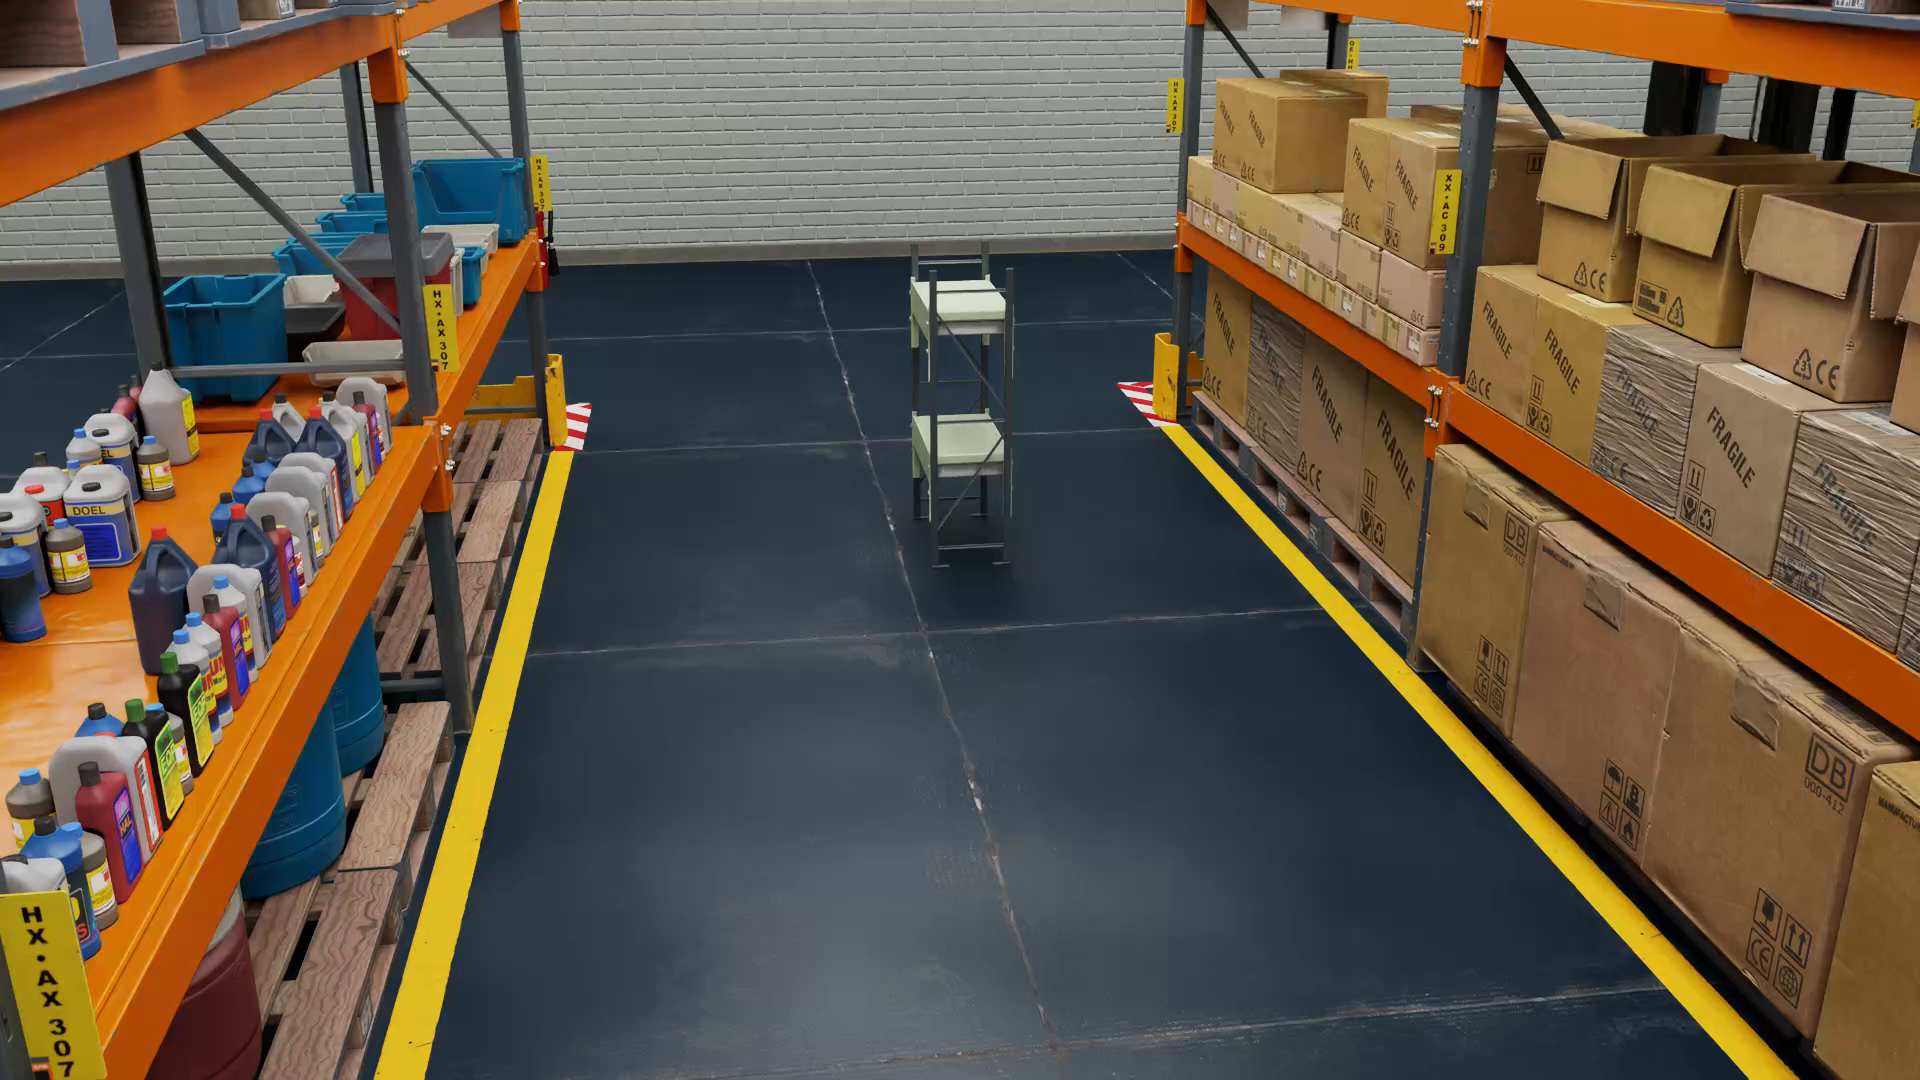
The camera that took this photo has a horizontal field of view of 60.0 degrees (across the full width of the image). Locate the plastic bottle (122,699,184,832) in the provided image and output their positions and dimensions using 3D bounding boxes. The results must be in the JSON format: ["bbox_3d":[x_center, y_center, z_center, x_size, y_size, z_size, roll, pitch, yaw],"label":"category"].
[{"bbox_3d":[-1.657,0.444,3.407,0.061,0.283,0.133,-3,21,-8],"label":"plastic bottle"}]

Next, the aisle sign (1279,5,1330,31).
[{"bbox_3d":[2.161,-3.513,10.119,0.394,0.787,0.004,-3,21,-8],"label":"aisle sign"}]

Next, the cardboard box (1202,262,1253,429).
[{"bbox_3d":[2.046,-1.239,10.183,0.875,0.875,0.875,-3,21,-8],"label":"cardboard box"}]

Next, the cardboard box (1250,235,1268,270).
[{"bbox_3d":[1.787,-1.553,8.946,0.380,0.149,0.250,-3,21,-8],"label":"cardboard box"}]

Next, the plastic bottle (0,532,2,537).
[{"bbox_3d":[-2.604,0.062,4.448,0.097,0.271,0.097,0,20,0],"label":"plastic bottle"}]

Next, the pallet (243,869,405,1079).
[{"bbox_3d":[-2.201,1.378,4.724,1.003,0.211,1.213,-3,21,-8],"label":"pallet"}]

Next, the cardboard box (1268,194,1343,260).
[{"bbox_3d":[1.907,-1.610,8.530,0.500,0.250,0.500,-3,21,-9],"label":"cardboard box"}]

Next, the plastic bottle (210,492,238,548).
[{"bbox_3d":[-2.016,0.001,4.611,0.097,0.271,0.097,0,20,0],"label":"plastic bottle"}]

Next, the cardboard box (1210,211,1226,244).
[{"bbox_3d":[1.674,-1.821,9.662,0.380,0.149,0.250,-3,21,-9],"label":"cardboard box"}]

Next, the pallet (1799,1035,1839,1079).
[{"bbox_3d":[2.988,1.544,4.280,1.003,0.211,1.213,-3,21,-8],"label":"pallet"}]

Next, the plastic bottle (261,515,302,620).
[{"bbox_3d":[-1.817,0.060,4.435,0.061,0.283,0.133,-3,21,-8],"label":"plastic bottle"}]

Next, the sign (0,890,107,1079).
[{"bbox_3d":[-1.330,0.658,2.434,0.100,0.325,0.005,-3,21,-8],"label":"sign"}]

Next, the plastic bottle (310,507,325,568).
[{"bbox_3d":[-1.885,-0.021,4.769,0.097,0.201,0.097,0,20,0],"label":"plastic bottle"}]

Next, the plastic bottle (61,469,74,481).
[{"bbox_3d":[-2.690,-0.112,5.014,0.097,0.201,0.097,0,20,0],"label":"plastic bottle"}]

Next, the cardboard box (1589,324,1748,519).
[{"bbox_3d":[2.415,-0.398,5.351,0.500,0.500,0.500,-3,21,-9],"label":"cardboard box"}]

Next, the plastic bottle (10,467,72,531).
[{"bbox_3d":[-2.627,-0.062,4.773,0.152,0.276,0.135,-3,21,-8],"label":"plastic bottle"}]

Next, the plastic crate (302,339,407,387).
[{"bbox_3d":[-2.376,-0.693,6.577,0.396,0.136,0.243,-3,21,-8],"label":"plastic crate"}]

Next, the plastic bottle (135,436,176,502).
[{"bbox_3d":[-2.587,-0.234,5.339,0.097,0.201,0.097,0,20,0],"label":"plastic bottle"}]

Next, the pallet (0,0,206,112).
[{"bbox_3d":[-1.887,-0.822,2.613,1.003,0.211,1.213,-3,21,-8],"label":"pallet"}]

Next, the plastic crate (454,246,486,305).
[{"bbox_3d":[-2.477,-1.257,7.948,0.416,0.233,0.300,-3,21,-8],"label":"plastic crate"}]

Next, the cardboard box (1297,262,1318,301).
[{"bbox_3d":[1.897,-1.287,8.233,0.380,0.149,0.250,-3,21,-9],"label":"cardboard box"}]

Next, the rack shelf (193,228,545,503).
[{"bbox_3d":[-2.739,-0.976,8.070,1.077,0.370,4.000,-3,21,-8],"label":"rack shelf"}]

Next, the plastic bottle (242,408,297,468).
[{"bbox_3d":[-2.110,-0.224,5.100,0.144,0.351,0.185,-3,21,-8],"label":"plastic bottle"}]

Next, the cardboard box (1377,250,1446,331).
[{"bbox_3d":[2.127,-1.079,7.107,0.500,0.250,0.500,-3,21,-9],"label":"cardboard box"}]

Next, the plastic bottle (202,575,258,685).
[{"bbox_3d":[-1.772,0.217,4.031,0.097,0.271,0.097,0,20,0],"label":"plastic bottle"}]

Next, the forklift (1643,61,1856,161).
[{"bbox_3d":[4.490,-1.754,9.222,1.130,2.935,3.031,-3,21,-9],"label":"forklift"}]

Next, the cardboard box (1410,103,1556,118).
[{"bbox_3d":[2.492,-1.820,8.020,0.500,0.500,0.500,-4,21,-9],"label":"cardboard box"}]

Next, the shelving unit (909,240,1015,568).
[{"bbox_3d":[0.001,-0.700,8.448,0.431,1.500,0.755,-3,21,-8],"label":"shelving unit"}]

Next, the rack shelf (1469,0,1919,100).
[{"bbox_3d":[2.739,-1.246,4.506,1.077,0.370,4.000,-3,21,-8],"label":"rack shelf"}]

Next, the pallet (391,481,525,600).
[{"bbox_3d":[-2.774,0.010,8.388,1.003,0.211,1.213,-3,21,-8],"label":"pallet"}]

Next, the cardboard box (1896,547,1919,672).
[{"bbox_3d":[2.645,0.137,3.920,0.500,0.500,0.500,-3,21,-8],"label":"cardboard box"}]

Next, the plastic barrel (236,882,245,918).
[{"bbox_3d":[-2.294,0.983,4.753,0.421,0.512,0.421,0,20,0],"label":"plastic barrel"}]

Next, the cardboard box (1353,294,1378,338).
[{"bbox_3d":[2.008,-1.020,7.518,0.380,0.149,0.250,-3,21,-9],"label":"cardboard box"}]

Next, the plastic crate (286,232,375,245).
[{"bbox_3d":[-3.127,-1.397,8.323,0.416,0.233,0.300,-3,21,-8],"label":"plastic crate"}]

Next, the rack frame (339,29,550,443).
[{"bbox_3d":[-3.027,-2.005,9.798,1.000,3.000,0.127,-3,21,-8],"label":"rack frame"}]

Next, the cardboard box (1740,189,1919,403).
[{"bbox_3d":[2.744,-0.714,4.763,0.797,0.503,0.637,-2,21,-6],"label":"cardboard box"}]

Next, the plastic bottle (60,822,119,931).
[{"bbox_3d":[-1.620,0.616,3.063,0.097,0.201,0.097,0,20,0],"label":"plastic bottle"}]

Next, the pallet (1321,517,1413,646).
[{"bbox_3d":[2.419,0.169,7.962,1.003,0.211,1.213,-3,21,-8],"label":"pallet"}]

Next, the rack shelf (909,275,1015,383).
[{"bbox_3d":[0.001,-1.066,8.311,0.431,0.370,0.720,-3,21,-8],"label":"rack shelf"}]

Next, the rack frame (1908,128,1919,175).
[{"bbox_3d":[6.797,-2.470,11.043,1.000,3.000,0.127,-3,21,-8],"label":"rack frame"}]

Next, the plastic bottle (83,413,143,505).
[{"bbox_3d":[-2.708,-0.256,5.292,0.152,0.276,0.135,-3,21,-8],"label":"plastic bottle"}]

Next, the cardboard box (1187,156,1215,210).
[{"bbox_3d":[1.676,-2.144,9.960,0.500,0.250,0.500,-3,21,-9],"label":"cardboard box"}]

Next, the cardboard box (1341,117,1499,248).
[{"bbox_3d":[2.052,-1.610,7.457,0.500,0.500,0.500,-3,21,-7],"label":"cardboard box"}]

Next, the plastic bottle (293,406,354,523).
[{"bbox_3d":[-1.968,-0.232,5.120,0.144,0.351,0.185,-3,21,-8],"label":"plastic bottle"}]

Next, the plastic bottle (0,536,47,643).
[{"bbox_3d":[-2.433,0.122,4.287,0.097,0.271,0.097,0,20,0],"label":"plastic bottle"}]

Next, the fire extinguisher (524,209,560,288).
[{"bbox_3d":[-2.599,-1.870,10.078,0.296,0.674,0.183,-3,21,-8],"label":"fire extinguisher"}]

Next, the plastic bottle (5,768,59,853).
[{"bbox_3d":[-1.804,0.544,3.256,0.097,0.201,0.097,0,20,0],"label":"plastic bottle"}]

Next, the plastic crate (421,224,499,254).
[{"bbox_3d":[-2.730,-1.637,9.102,0.396,0.136,0.243,-3,21,-8],"label":"plastic crate"}]

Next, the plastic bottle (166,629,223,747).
[{"bbox_3d":[-1.725,0.331,3.727,0.097,0.271,0.097,0,20,0],"label":"plastic bottle"}]

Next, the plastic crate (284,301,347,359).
[{"bbox_3d":[-2.878,-0.894,7.129,0.437,0.125,0.590,-3,21,-8],"label":"plastic crate"}]

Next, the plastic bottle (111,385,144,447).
[{"bbox_3d":[-2.801,-0.371,5.589,0.061,0.283,0.133,-3,21,-8],"label":"plastic bottle"}]

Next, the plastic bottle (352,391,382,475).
[{"bbox_3d":[-1.995,-0.368,5.581,0.061,0.283,0.133,-3,21,-8],"label":"plastic bottle"}]

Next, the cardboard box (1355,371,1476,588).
[{"bbox_3d":[2.435,-0.304,7.680,0.875,0.875,0.875,-3,21,-8],"label":"cardboard box"}]

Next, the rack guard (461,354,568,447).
[{"bbox_3d":[-3.043,-0.842,10.256,1.175,0.500,0.348,-3,21,-8],"label":"rack guard"}]

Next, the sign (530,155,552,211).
[{"bbox_3d":[-2.485,-2.115,9.859,0.100,0.325,0.005,-3,21,-8],"label":"sign"}]

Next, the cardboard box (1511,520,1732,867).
[{"bbox_3d":[2.692,0.458,5.638,1.225,0.875,0.875,-4,21,-10],"label":"cardboard box"}]
